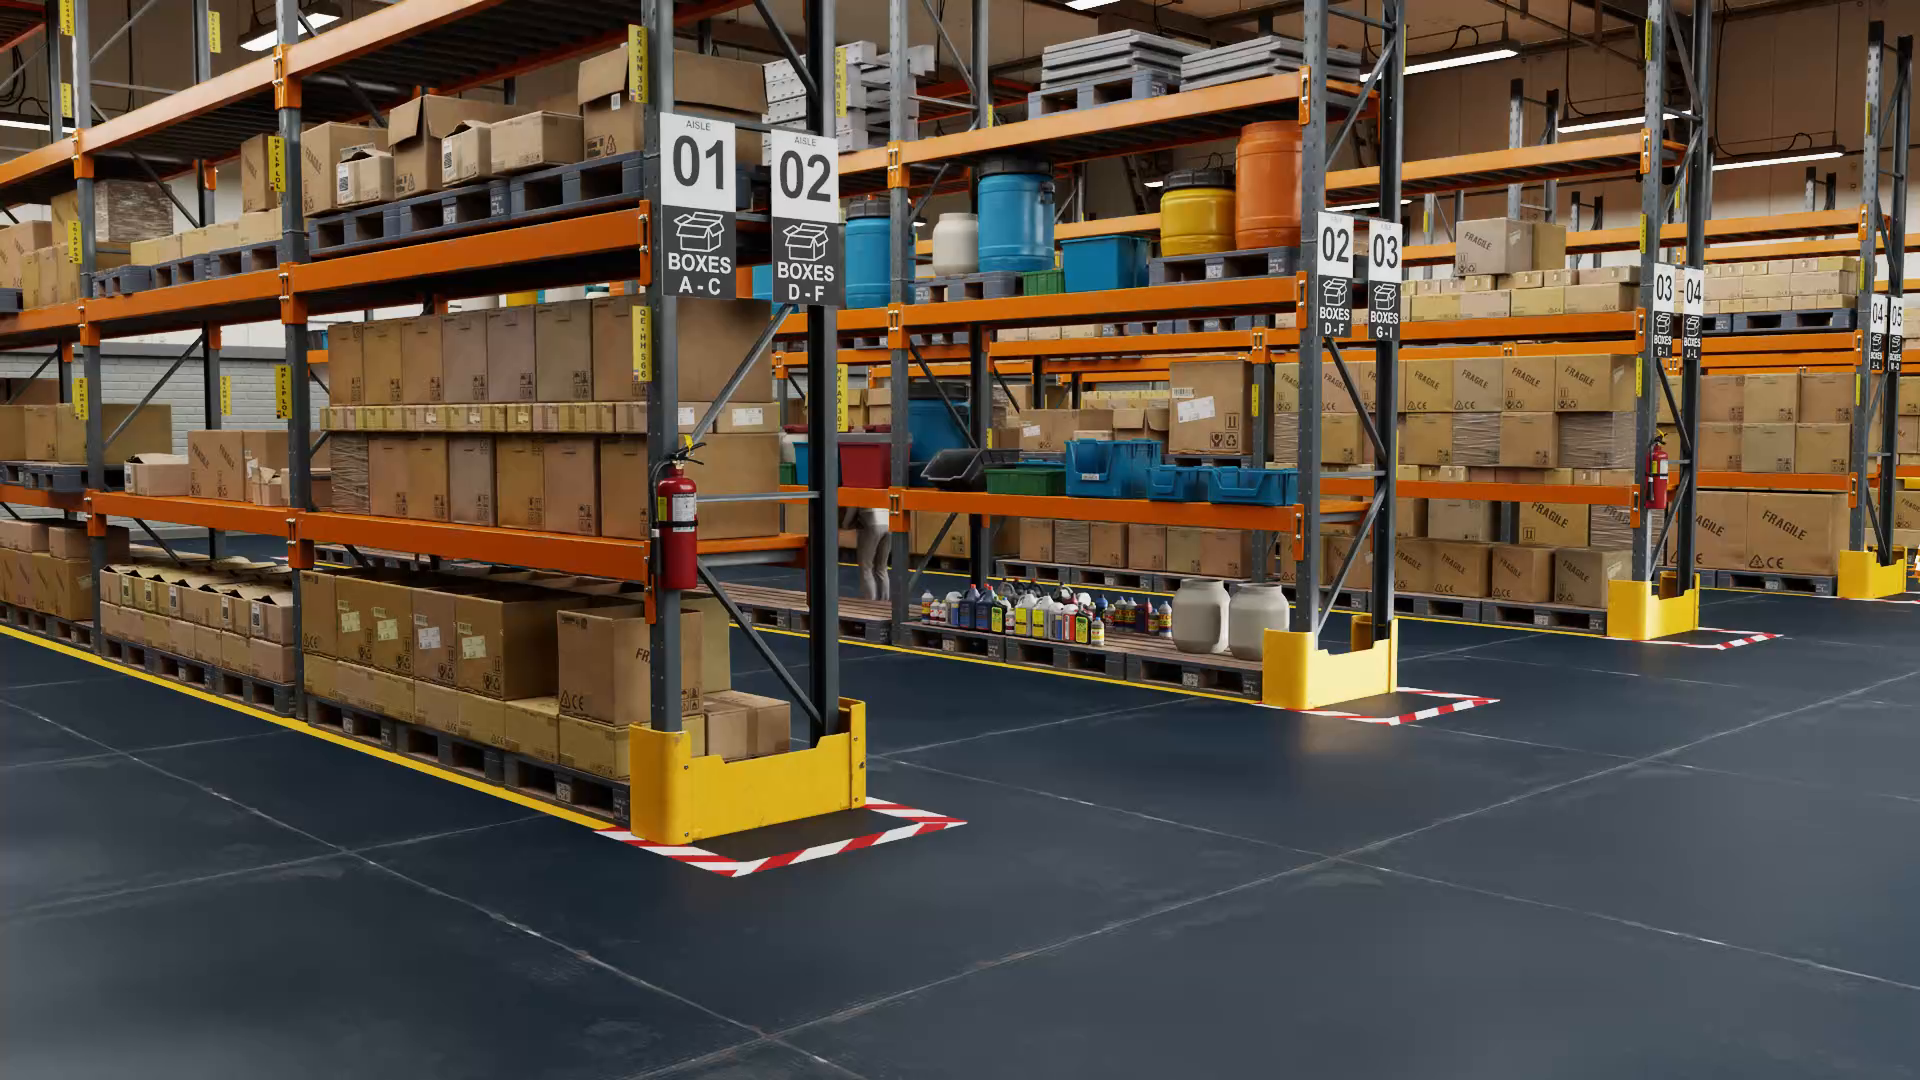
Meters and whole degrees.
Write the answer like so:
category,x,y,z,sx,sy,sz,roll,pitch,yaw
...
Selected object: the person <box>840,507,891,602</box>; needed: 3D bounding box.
category,x,y,z,sx,sy,sz,roll,pitch,yaw
person,-0.850,-0.086,15.614,0.453,1.691,0.523,-4,6,-44
